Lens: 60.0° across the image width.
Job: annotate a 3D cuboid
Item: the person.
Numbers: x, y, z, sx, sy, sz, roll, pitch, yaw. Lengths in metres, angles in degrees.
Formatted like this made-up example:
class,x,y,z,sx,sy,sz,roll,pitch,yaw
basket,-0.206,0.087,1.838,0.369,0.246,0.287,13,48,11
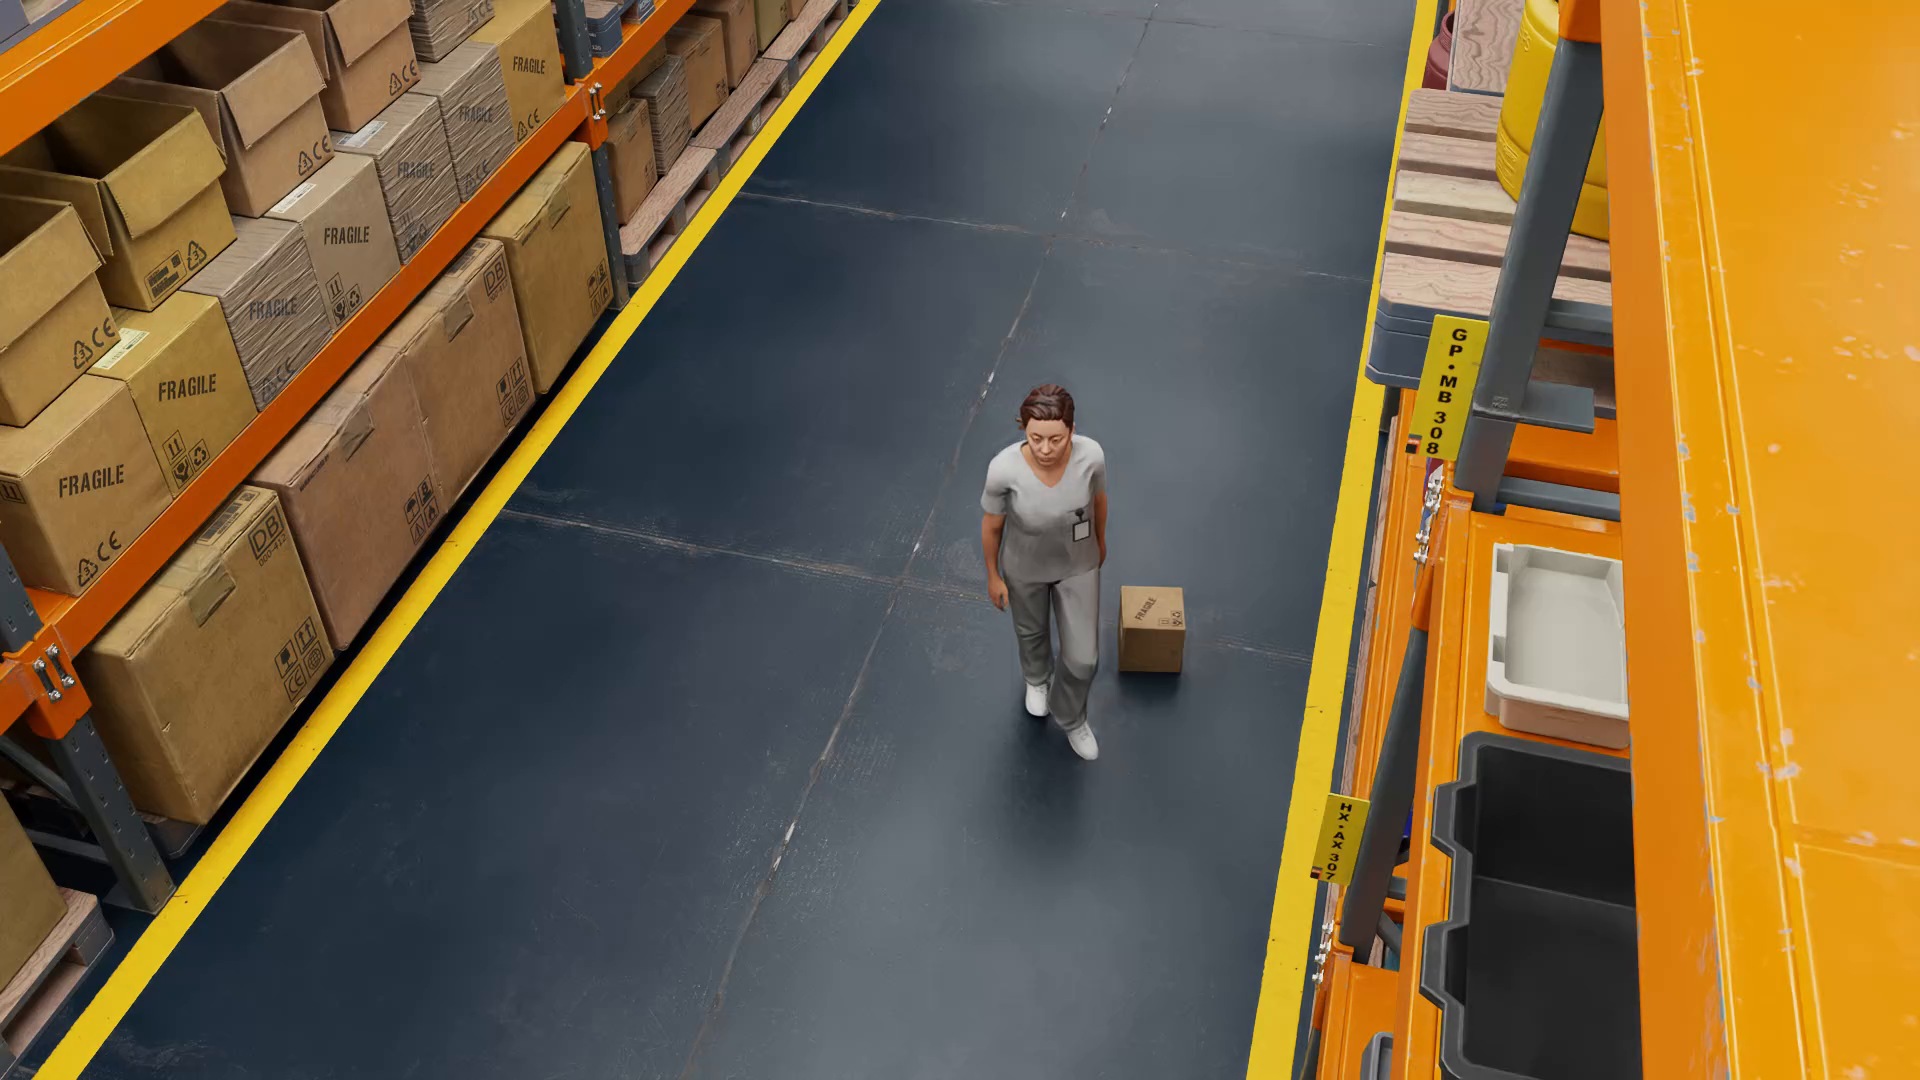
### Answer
class,x,y,z,sx,sy,sz,roll,pitch,yaw
person,0.306,0.086,6.070,0.473,1.688,0.539,-1,41,-1
